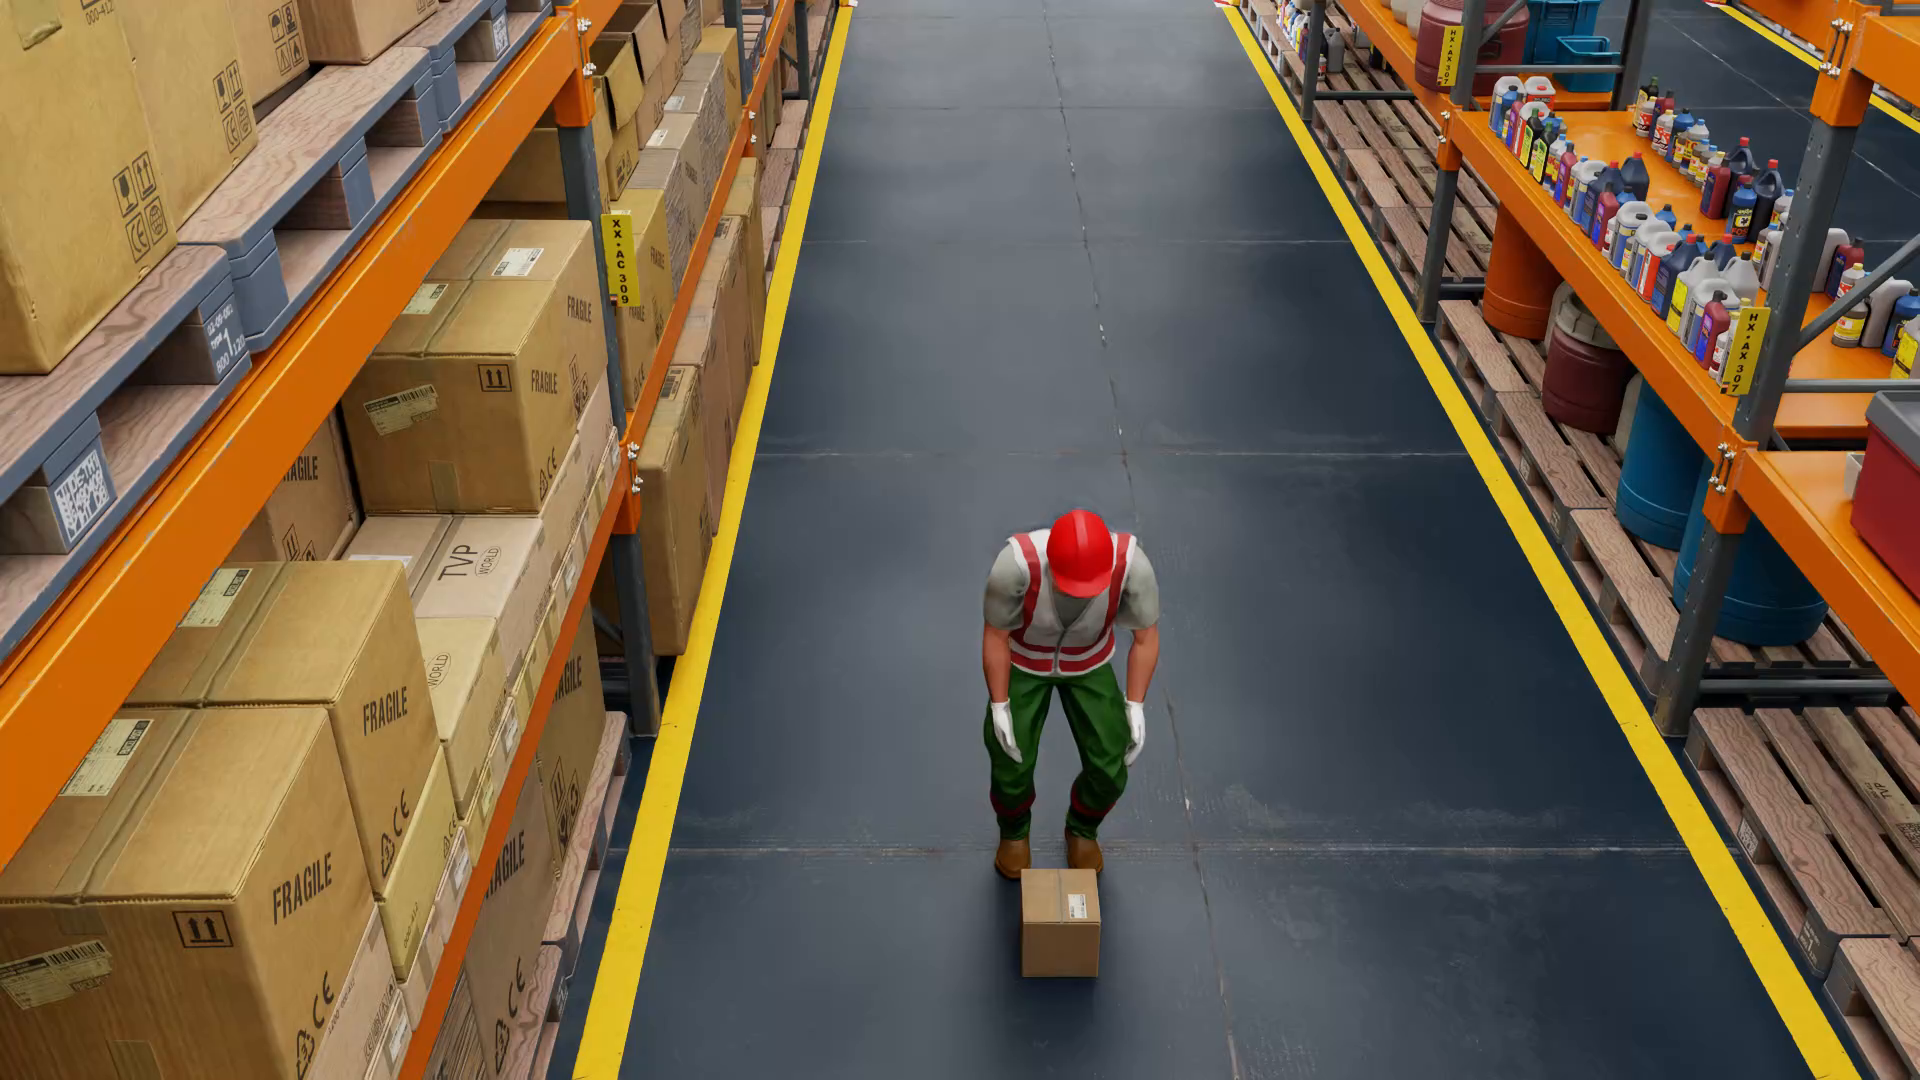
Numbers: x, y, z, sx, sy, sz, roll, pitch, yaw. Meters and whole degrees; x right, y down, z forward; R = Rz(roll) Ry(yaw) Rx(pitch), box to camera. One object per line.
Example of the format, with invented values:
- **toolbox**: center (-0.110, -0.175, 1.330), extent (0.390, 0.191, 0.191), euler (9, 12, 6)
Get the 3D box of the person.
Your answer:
- **person**: center (0.360, 0.486, 5.537), extent (0.577, 1.555, 0.669), euler (0, 31, 0)
